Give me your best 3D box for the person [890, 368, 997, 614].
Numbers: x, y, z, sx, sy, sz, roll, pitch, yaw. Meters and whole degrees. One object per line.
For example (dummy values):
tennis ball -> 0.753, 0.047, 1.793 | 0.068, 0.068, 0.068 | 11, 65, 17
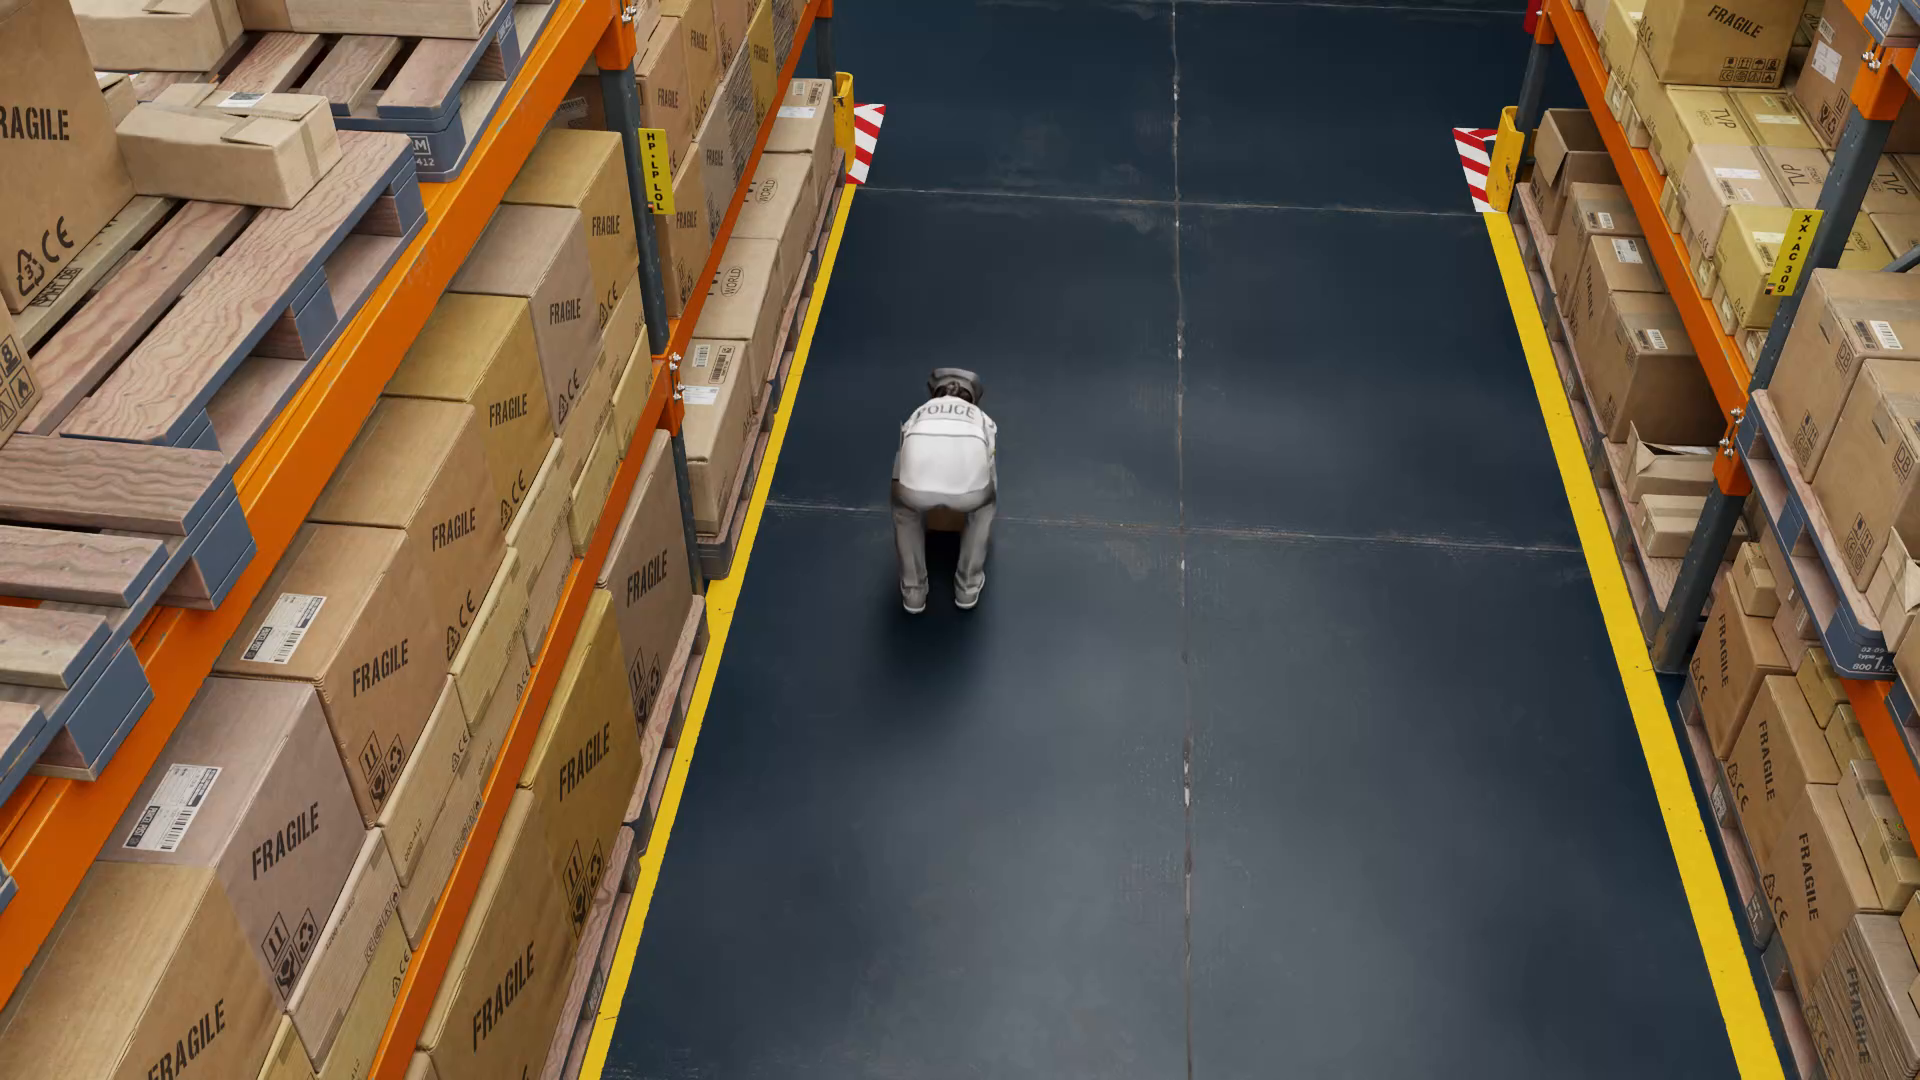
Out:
person -> -0.067, -0.214, 6.997 | 0.445, 0.904, 0.876 | 1, 40, 2
